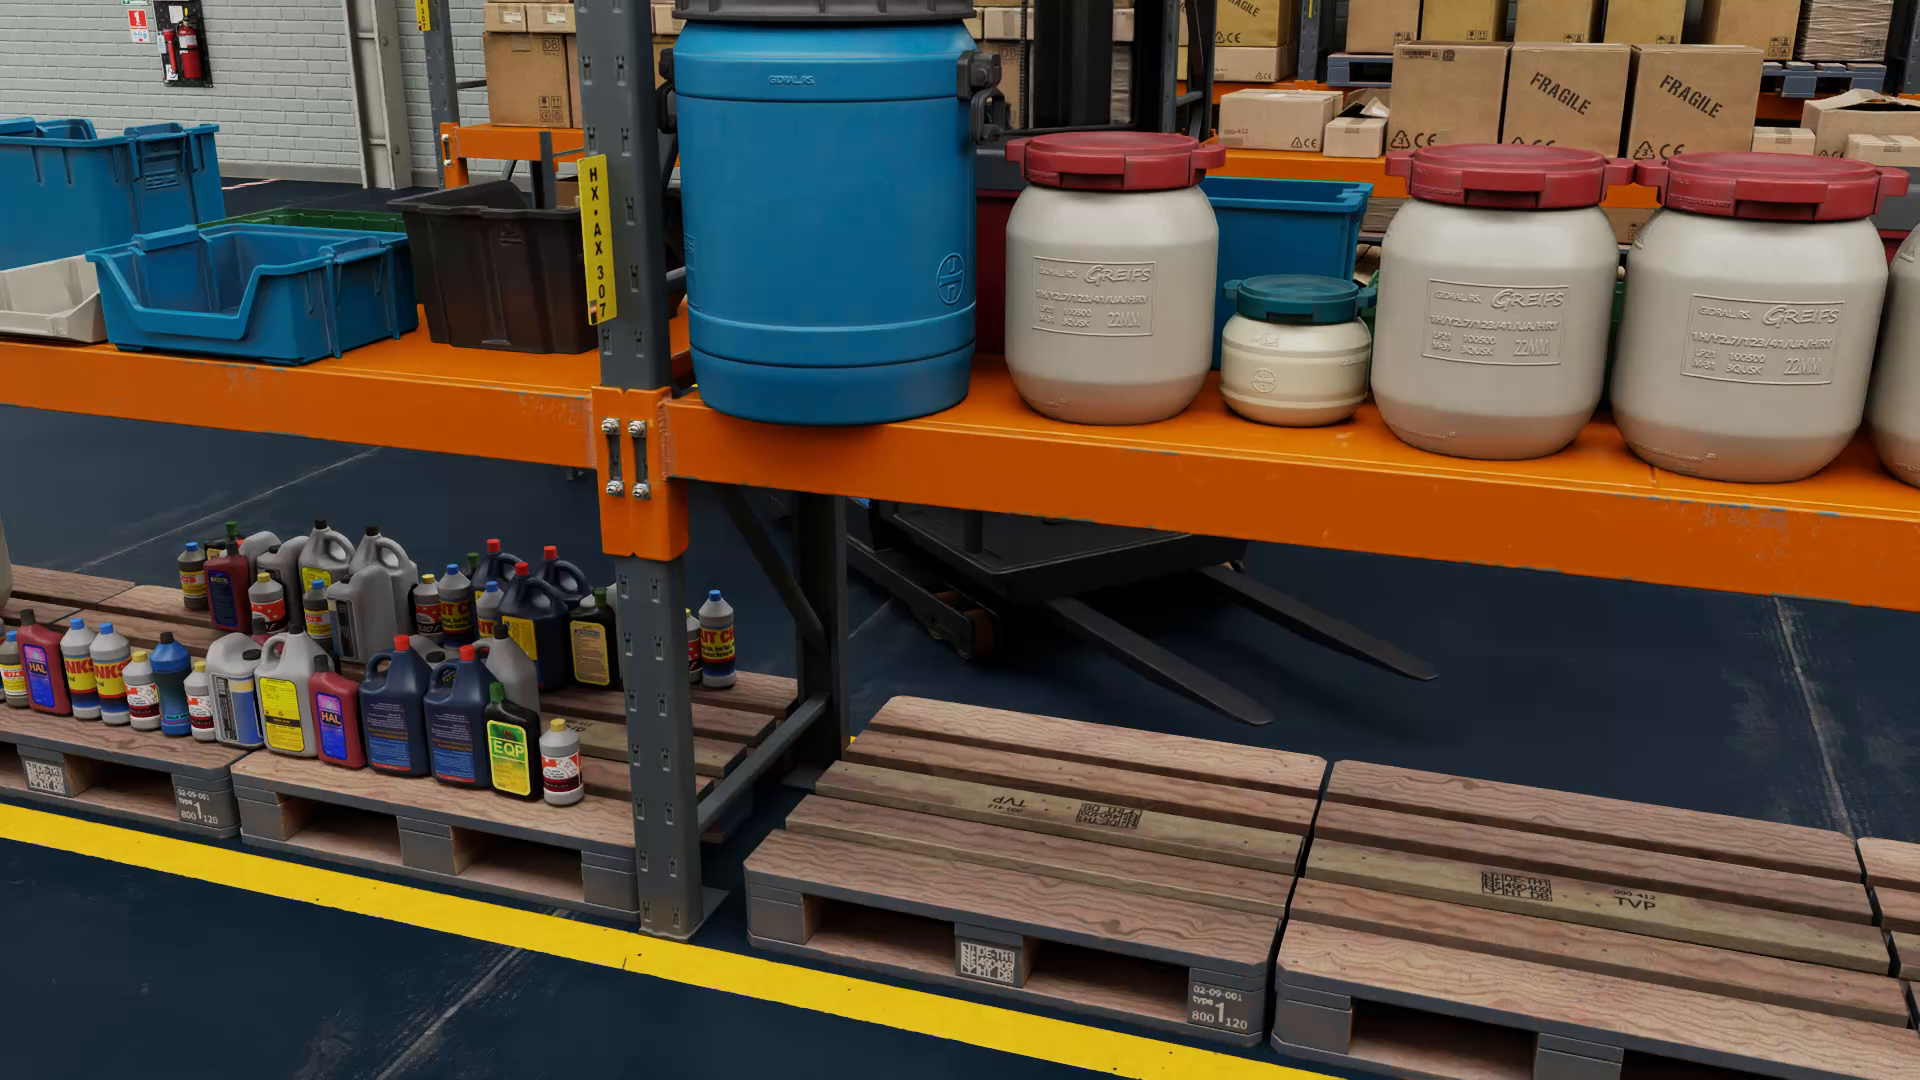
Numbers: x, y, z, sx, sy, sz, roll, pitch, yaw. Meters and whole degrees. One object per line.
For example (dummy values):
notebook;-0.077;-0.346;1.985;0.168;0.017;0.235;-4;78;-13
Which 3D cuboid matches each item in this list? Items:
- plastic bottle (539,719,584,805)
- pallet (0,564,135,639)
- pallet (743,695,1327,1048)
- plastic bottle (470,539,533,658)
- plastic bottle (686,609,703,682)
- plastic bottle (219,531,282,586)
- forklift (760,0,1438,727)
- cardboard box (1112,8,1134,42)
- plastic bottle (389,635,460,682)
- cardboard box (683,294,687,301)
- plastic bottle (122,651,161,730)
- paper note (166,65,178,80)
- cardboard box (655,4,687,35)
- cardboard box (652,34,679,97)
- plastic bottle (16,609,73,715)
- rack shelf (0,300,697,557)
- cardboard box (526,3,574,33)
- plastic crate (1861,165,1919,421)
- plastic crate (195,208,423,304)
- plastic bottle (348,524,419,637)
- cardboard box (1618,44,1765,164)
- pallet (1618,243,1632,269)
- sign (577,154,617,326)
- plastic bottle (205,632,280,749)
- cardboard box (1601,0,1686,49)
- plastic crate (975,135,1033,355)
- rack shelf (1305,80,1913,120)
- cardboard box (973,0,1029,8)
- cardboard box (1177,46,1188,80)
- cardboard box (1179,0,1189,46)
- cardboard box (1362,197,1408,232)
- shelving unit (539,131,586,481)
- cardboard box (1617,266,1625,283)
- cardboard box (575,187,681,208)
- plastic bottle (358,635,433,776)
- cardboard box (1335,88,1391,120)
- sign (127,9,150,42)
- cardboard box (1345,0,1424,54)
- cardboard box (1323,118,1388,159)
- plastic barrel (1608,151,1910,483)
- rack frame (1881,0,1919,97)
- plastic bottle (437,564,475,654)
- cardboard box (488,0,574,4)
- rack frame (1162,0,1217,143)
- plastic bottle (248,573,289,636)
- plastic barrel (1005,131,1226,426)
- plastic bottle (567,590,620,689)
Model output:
plastic bottle;-0.975;0.535;4.066;0.097;0.201;0.097;0;19;0
pallet;-3.456;0.332;5.304;1.213;0.211;1.003;7;20;18
pallet;0.224;0.754;4.093;1.213;0.211;1.003;7;20;18
plastic bottle;-1.335;0.171;4.886;0.185;0.351;0.144;6;20;16
plastic bottle;-0.784;0.296;4.753;0.097;0.201;0.097;0;19;0
plastic bottle;-2.201;0.108;5.178;0.135;0.276;0.152;7;20;18
forklift;0.341;-1.162;5.458;1.130;2.935;3.031;-11;22;-28
cardboard box;0.771;-2.492;8.030;0.250;0.149;0.380;7;20;18
plastic bottle;-1.390;0.393;4.361;0.135;0.276;0.152;7;20;18
cardboard box;-1.301;-1.273;9.212;0.500;0.250;0.500;7;20;18
plastic bottle;-2.187;0.397;4.463;0.097;0.201;0.097;0;19;0
paper note;-8.247;-4.893;17.395;0.142;0.148;0.016;7;20;18
cardboard box;-1.404;-2.741;8.744;0.250;0.149;0.380;6;20;16
cardboard box;-1.278;-2.490;9.010;0.500;0.500;0.700;7;20;18
plastic bottle;-2.491;0.330;4.531;0.133;0.283;0.061;7;20;19
rack shelf;-2.420;-0.512;4.581;4.000;0.370;1.077;7;20;18
cardboard box;-2.130;-2.824;8.984;0.250;0.149;0.380;6;20;17
plastic crate;1.822;-0.504;3.367;0.583;0.464;0.402;7;20;18
plastic crate;-1.720;-0.770;4.551;0.662;0.188;0.450;7;20;18
plastic bottle;-1.737;0.125;5.017;0.185;0.351;0.144;6;20;18
cardboard box;3.287;-1.967;7.510;0.500;0.500;0.500;5;20;15
pallet;4.613;-2.185;12.523;1.213;0.211;1.003;7;20;18
sign;-0.721;-0.597;3.310;0.005;0.325;0.100;7;20;18
plastic bottle;-1.872;0.388;4.375;0.135;0.276;0.152;7;20;19
cardboard box;4.868;-3.714;11.855;0.500;0.500;0.700;7;20;18
plastic crate;0.027;-0.709;3.956;0.583;0.464;0.402;7;20;18
rack shelf;4.610;-3.160;12.179;4.000;0.370;1.077;7;20;18
cardboard box;0.200;-2.936;8.318;0.500;0.500;0.700;6;20;18
cardboard box;1.706;-3.668;12.740;0.500;0.250;0.500;7;20;18
cardboard box;1.699;-4.016;12.598;0.500;0.500;0.500;6;20;18
cardboard box;3.421;-2.669;12.806;0.500;0.500;0.700;7;20;20
shelving unit;-1.158;-0.998;7.161;1.048;1.500;0.538;6;20;17
cardboard box;3.013;-1.221;8.210;0.500;0.311;0.500;6;20;17
cardboard box;-1.773;-1.681;9.242;0.500;0.500;0.500;7;20;18
plastic bottle;-1.415;0.407;4.209;0.185;0.351;0.144;5;20;15
cardboard box;1.989;-2.074;8.174;0.258;0.266;0.396;6;20;17
sign;-8.591;-5.377;17.391;0.234;0.329;0.001;7;20;18
cardboard box;3.190;-3.906;12.403;0.500;0.500;0.700;7;20;18
cardboard box;1.869;-1.898;7.845;0.250;0.149;0.380;7;20;18
plastic barrel;1.403;-0.403;2.967;0.433;0.535;0.433;0;19;0
rack frame;6.499;-3.284;11.441;0.127;3.000;1.000;7;20;18
plastic bottle;-1.486;0.204;4.911;0.097;0.271;0.097;0;19;0
cardboard box;-2.193;-3.207;9.097;0.500;0.500;0.700;7;20;18
rack frame;1.099;-2.176;8.260;0.127;3.000;1.000;7;20;18
plastic bottle;-2.093;0.199;5.030;0.097;0.201;0.097;0;19;0
plastic barrel;0.301;-0.528;3.329;0.433;0.535;0.433;0;19;0
plastic bottle;-1.036;0.275;4.688;0.133;0.283;0.061;7;20;18
